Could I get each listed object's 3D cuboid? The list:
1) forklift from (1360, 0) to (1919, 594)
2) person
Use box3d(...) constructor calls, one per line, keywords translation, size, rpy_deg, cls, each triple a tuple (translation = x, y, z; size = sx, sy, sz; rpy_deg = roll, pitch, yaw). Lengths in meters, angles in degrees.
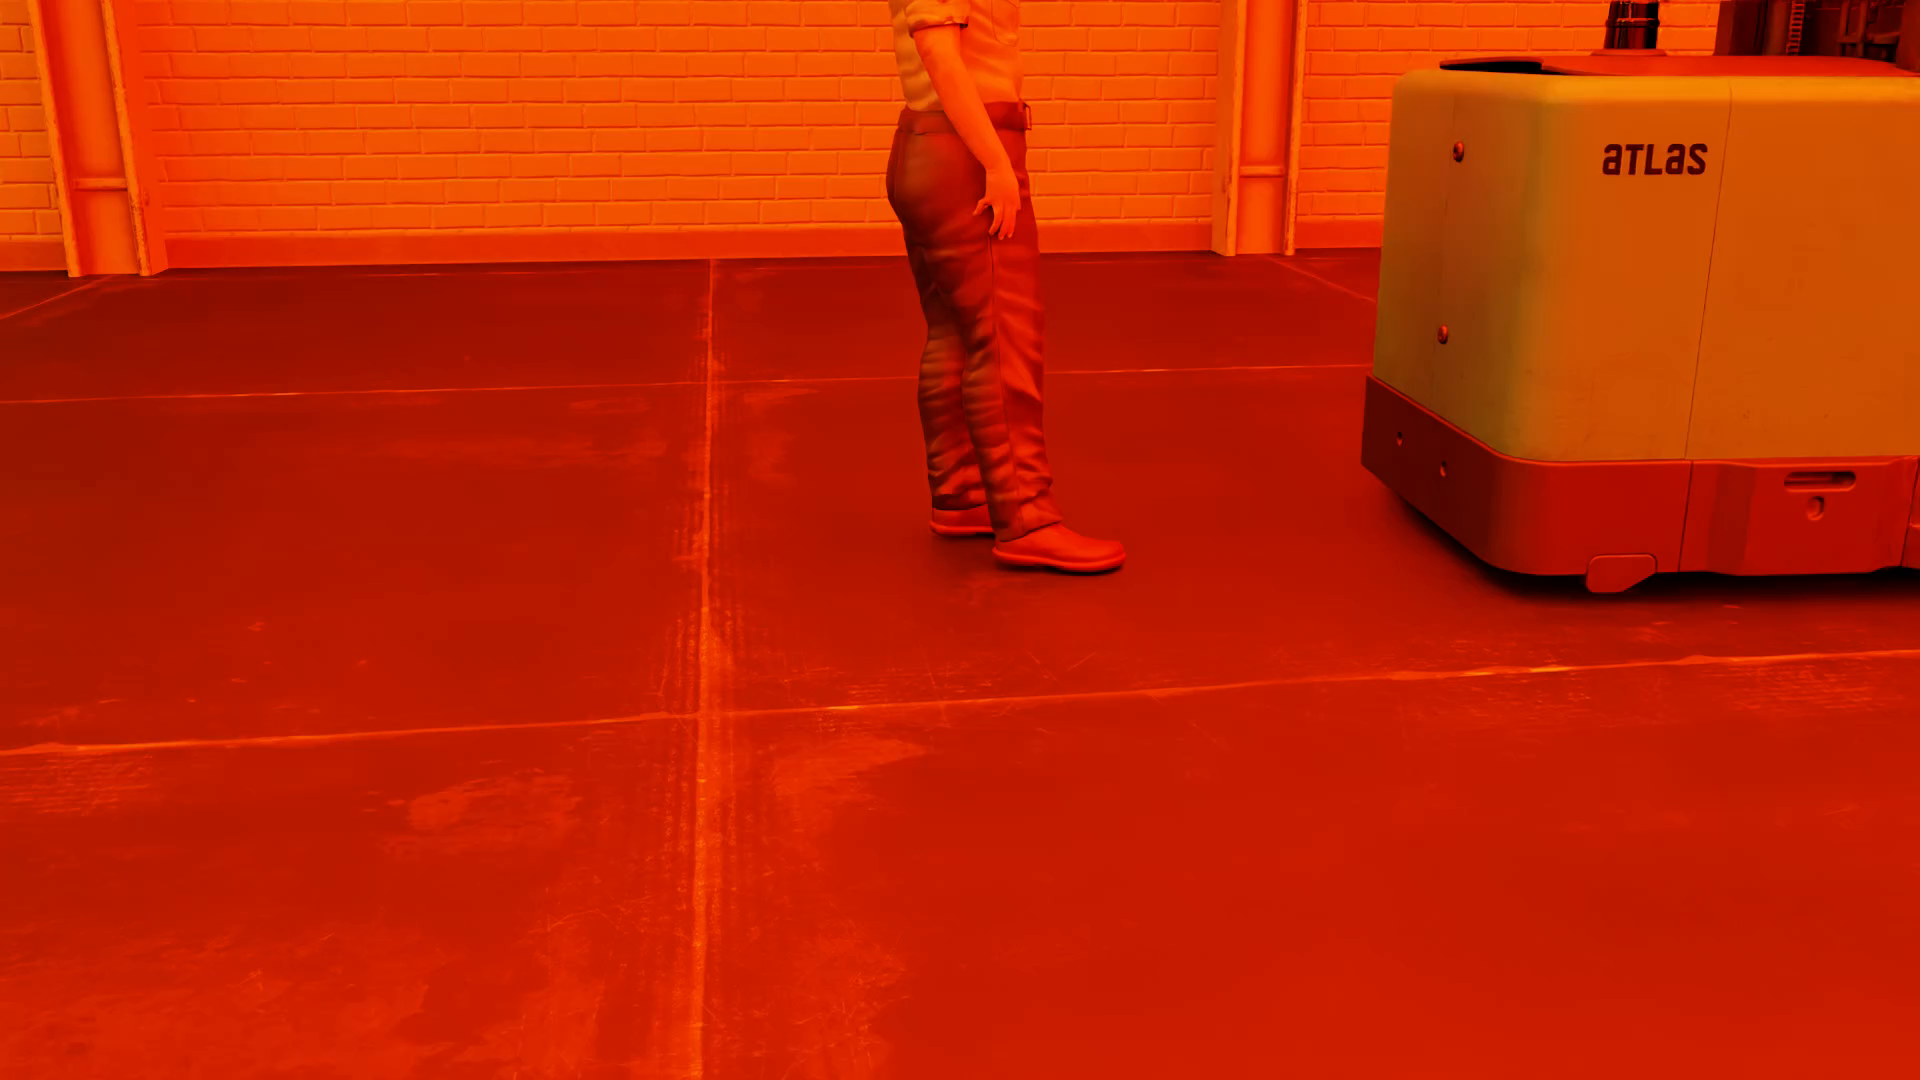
box3d(translation=(2.598, -1.442, 3.673), size=(3.031, 2.935, 1.130), rpy_deg=(-1, 17, -4), cls="forklift")
box3d(translation=(0.092, -0.790, 3.717), size=(0.503, 1.643, 0.598), rpy_deg=(-2, 17, -8), cls="person")
